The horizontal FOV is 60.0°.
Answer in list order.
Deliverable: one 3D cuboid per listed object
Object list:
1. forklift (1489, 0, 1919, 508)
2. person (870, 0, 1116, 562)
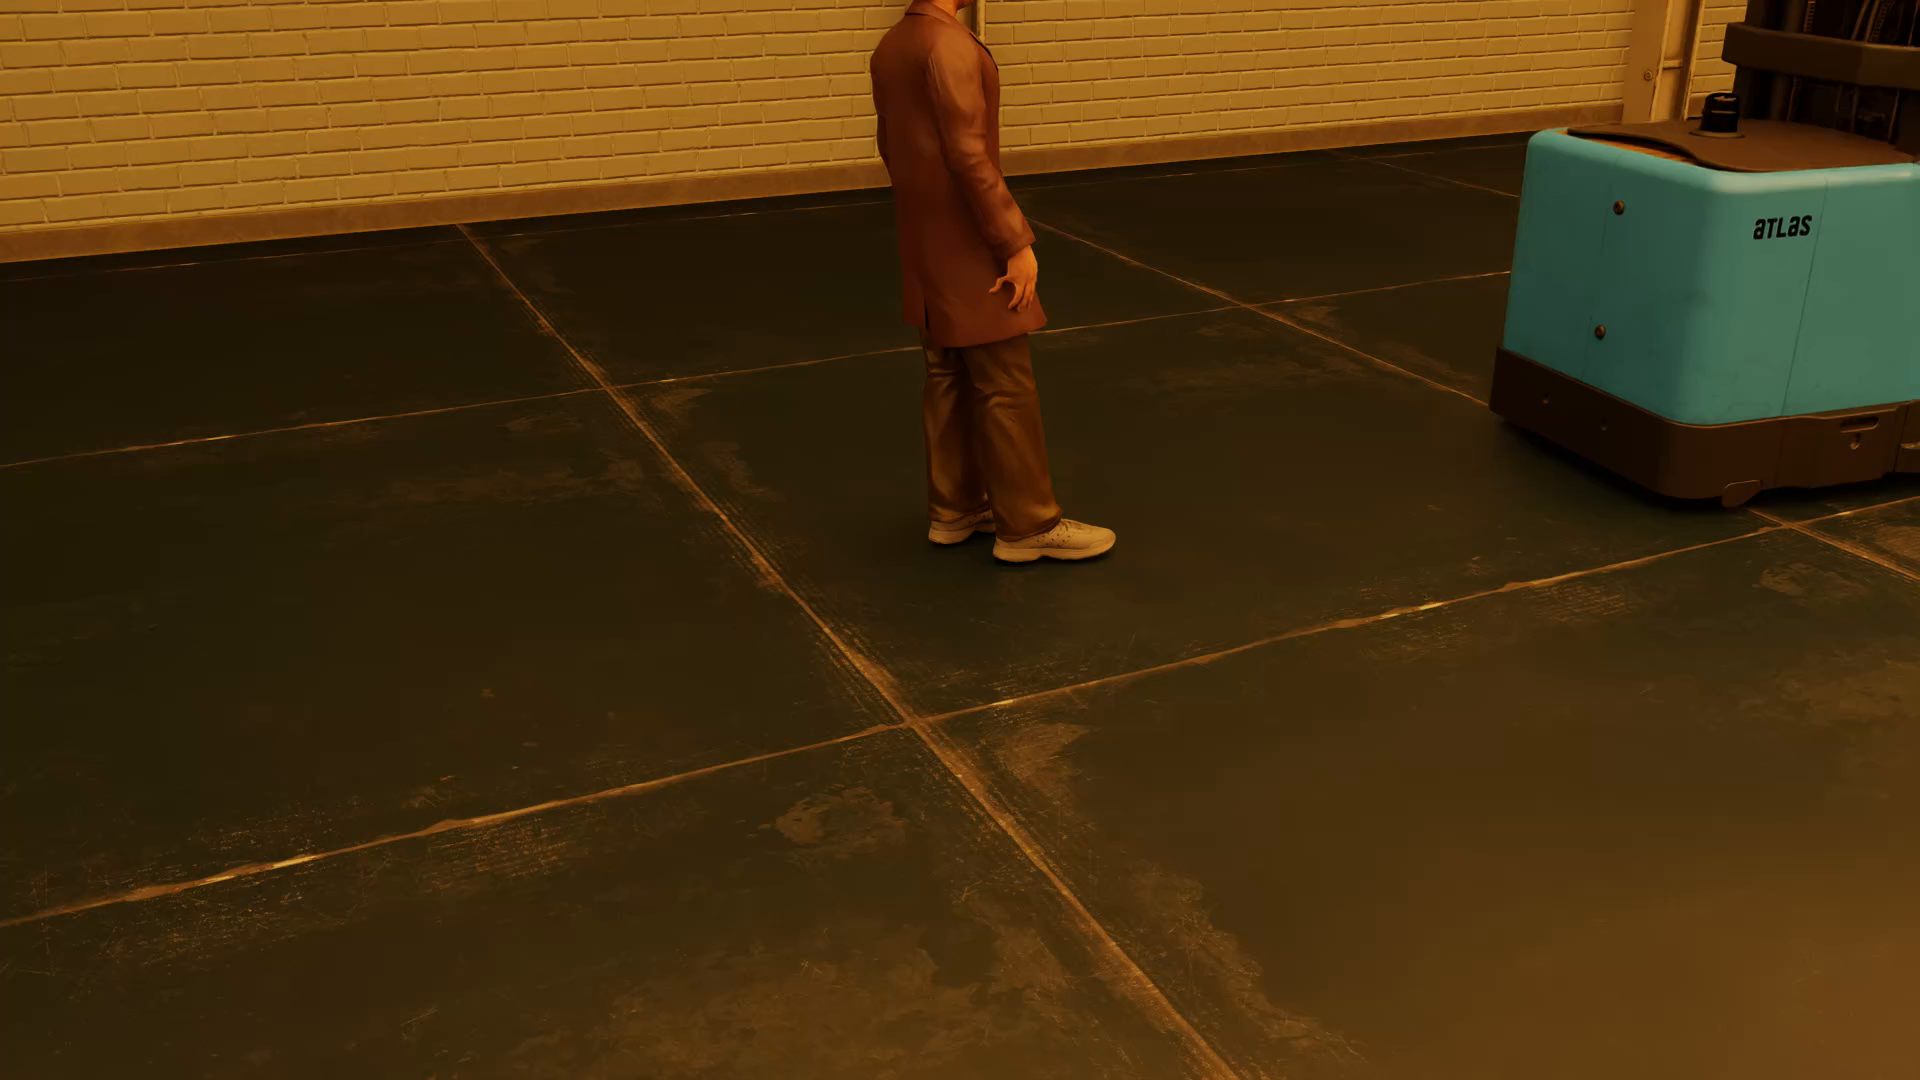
[{"bbox_3d":[3.506,-1.779,5.569,3.031,2.935,1.130,-7,24,-17],"label":"forklift"},{"bbox_3d":[0.085,-0.817,4.806,0.579,1.726,0.698,-10,25,-23],"label":"person"}]
